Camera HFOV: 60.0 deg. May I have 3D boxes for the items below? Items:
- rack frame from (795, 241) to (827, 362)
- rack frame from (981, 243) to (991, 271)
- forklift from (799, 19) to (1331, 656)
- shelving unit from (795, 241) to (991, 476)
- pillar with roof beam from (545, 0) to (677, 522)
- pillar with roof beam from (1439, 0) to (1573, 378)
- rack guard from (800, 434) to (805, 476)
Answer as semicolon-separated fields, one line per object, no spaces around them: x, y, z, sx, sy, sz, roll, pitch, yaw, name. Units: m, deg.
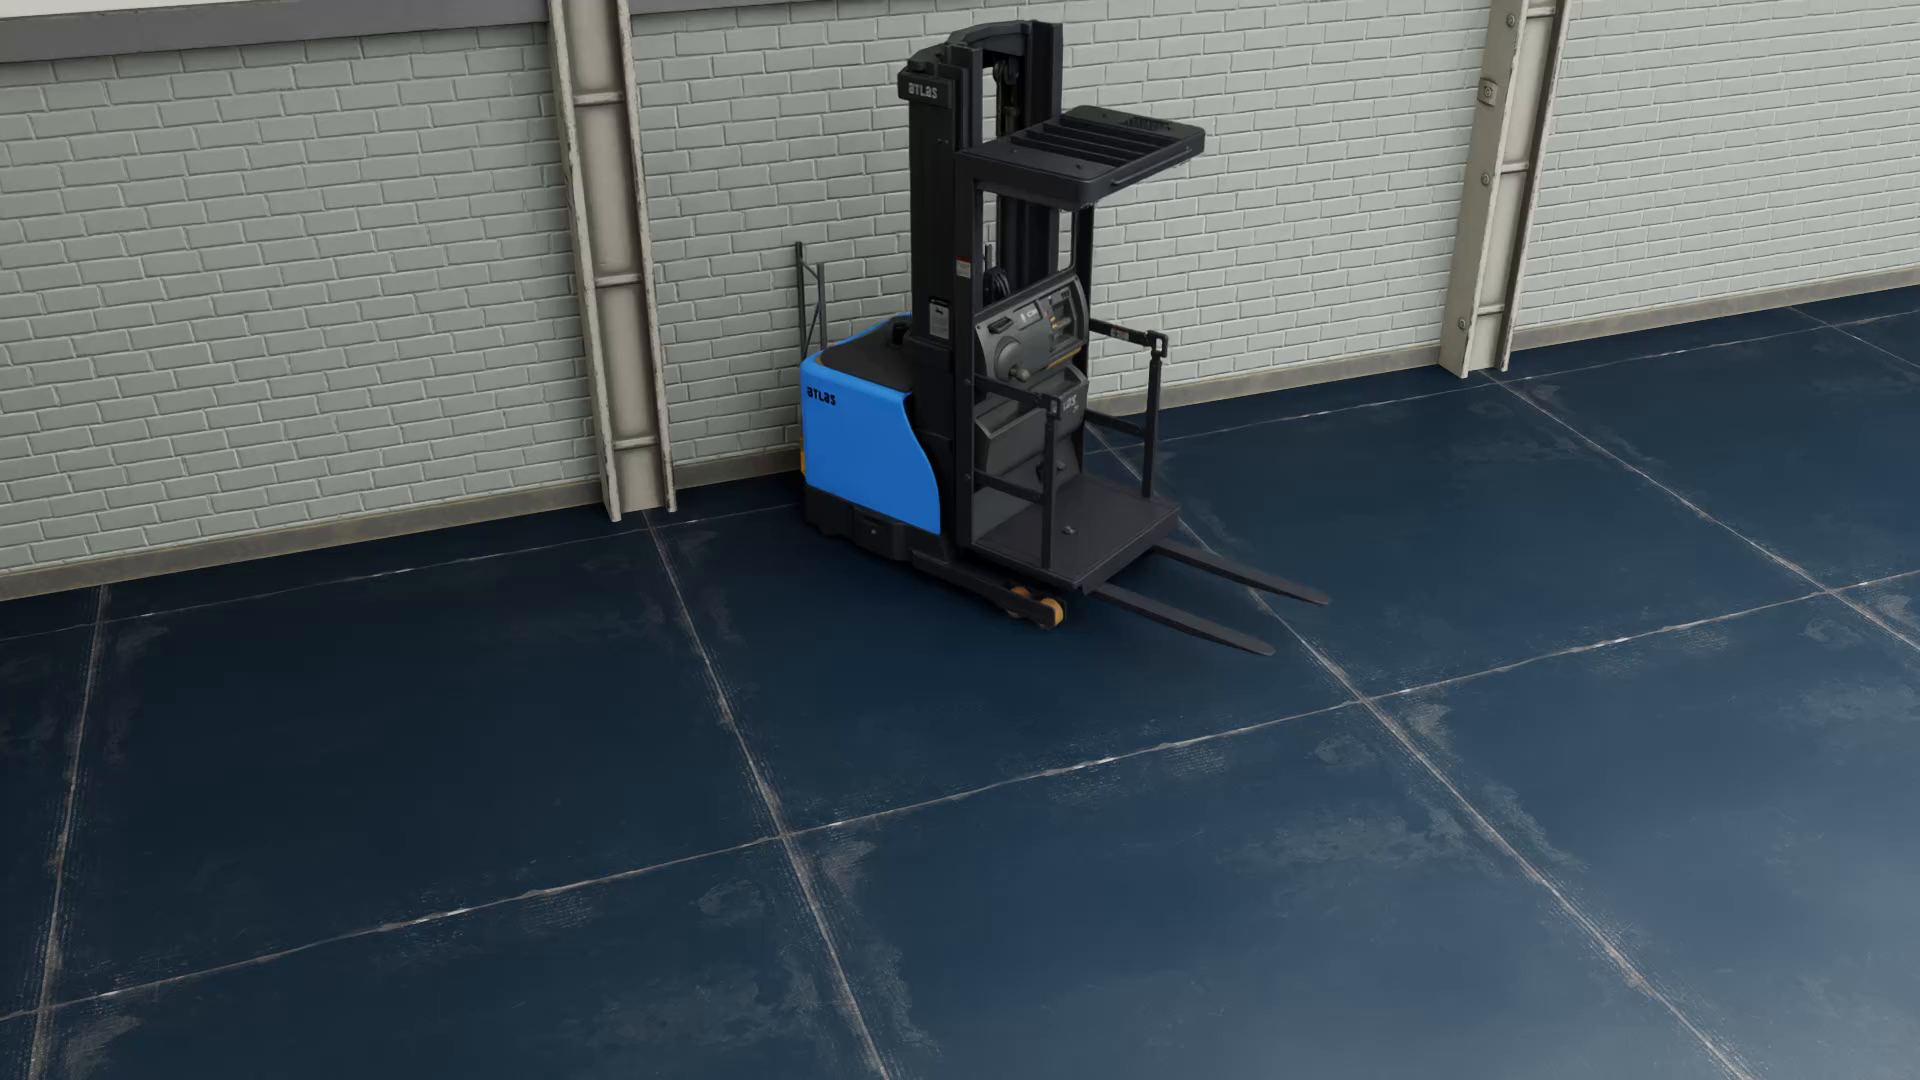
-0.869;-0.992;9.957;0.032;1.500;0.500;-10;28;-18;rack frame
0.081;-1.155;10.278;0.032;1.500;0.500;-10;28;-18;rack frame
0.553;-1.093;8.707;3.031;2.935;1.130;21;36;32;forklift
-0.402;-1.072;10.115;1.083;1.500;0.587;-10;28;-18;shelving unit
-0.448;-2.127;4.392;0.400;9.000;9.100;-10;31;-18;pillar with roof beam
5.176;-3.162;6.210;0.400;9.000;9.100;-10;31;-18;pillar with roof beam
-0.866;-0.432;10.234;0.087;0.250;0.587;-10;28;-18;rack guard
